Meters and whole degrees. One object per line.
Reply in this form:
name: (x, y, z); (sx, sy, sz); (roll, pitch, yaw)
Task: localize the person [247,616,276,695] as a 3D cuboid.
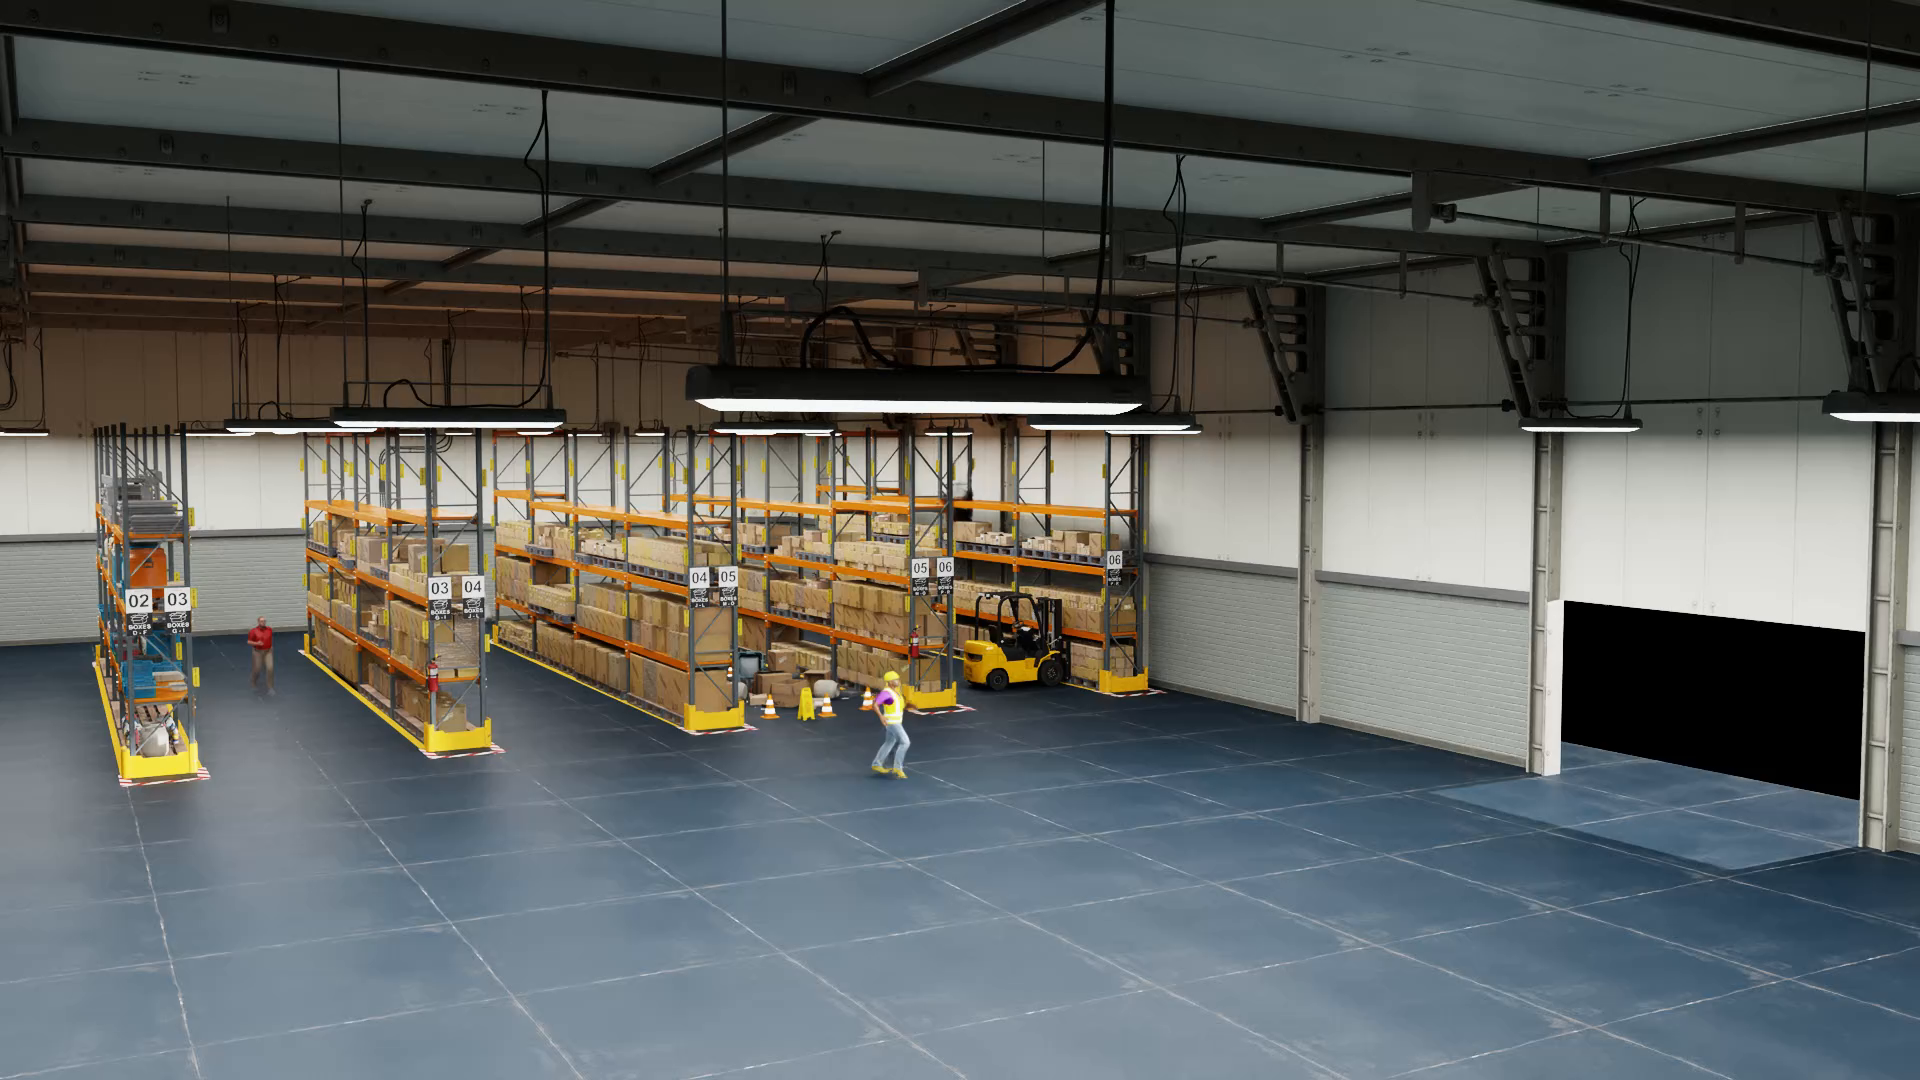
person: (-15.735, 2.587, 37.439); (0.621, 1.751, 0.937); (-3, 5, -41)

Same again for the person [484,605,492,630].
person: (-12.461, 2.282, 43.125); (0.557, 1.761, 0.749); (-2, 4, -24)

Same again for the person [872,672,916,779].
person: (-1.133, 3.137, 28.163); (0.757, 1.824, 0.670); (0, 3, 6)

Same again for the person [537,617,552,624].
person: (-12.109, 2.006, 48.117); (0.805, 1.603, 0.591); (1, 4, 14)
